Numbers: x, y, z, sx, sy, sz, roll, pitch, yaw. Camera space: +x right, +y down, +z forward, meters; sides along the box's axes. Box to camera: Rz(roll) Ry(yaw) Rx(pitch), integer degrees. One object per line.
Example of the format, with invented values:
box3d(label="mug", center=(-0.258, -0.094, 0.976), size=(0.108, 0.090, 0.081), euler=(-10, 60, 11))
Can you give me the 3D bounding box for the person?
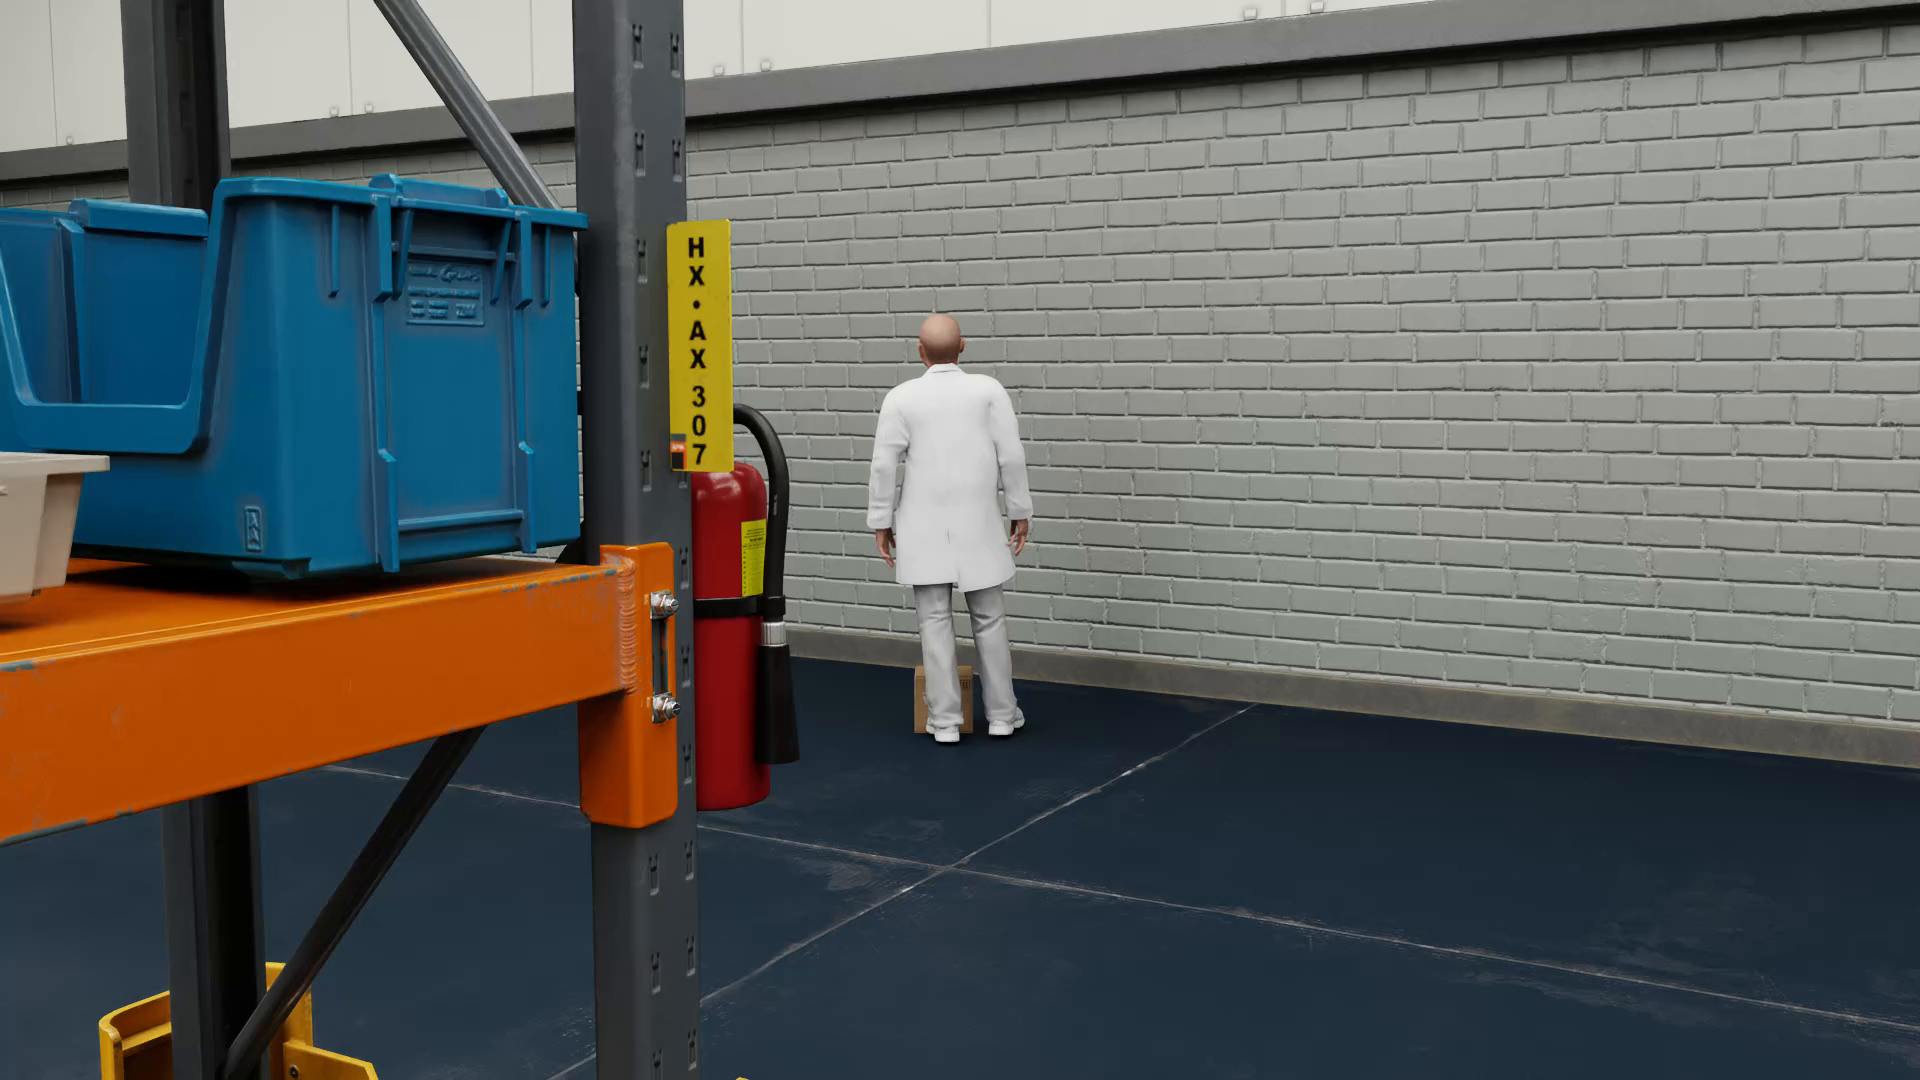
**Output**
box3d(label="person", center=(-0.041, -0.053, 7.005), size=(0.694, 1.775, 0.580), euler=(0, 6, 0))
